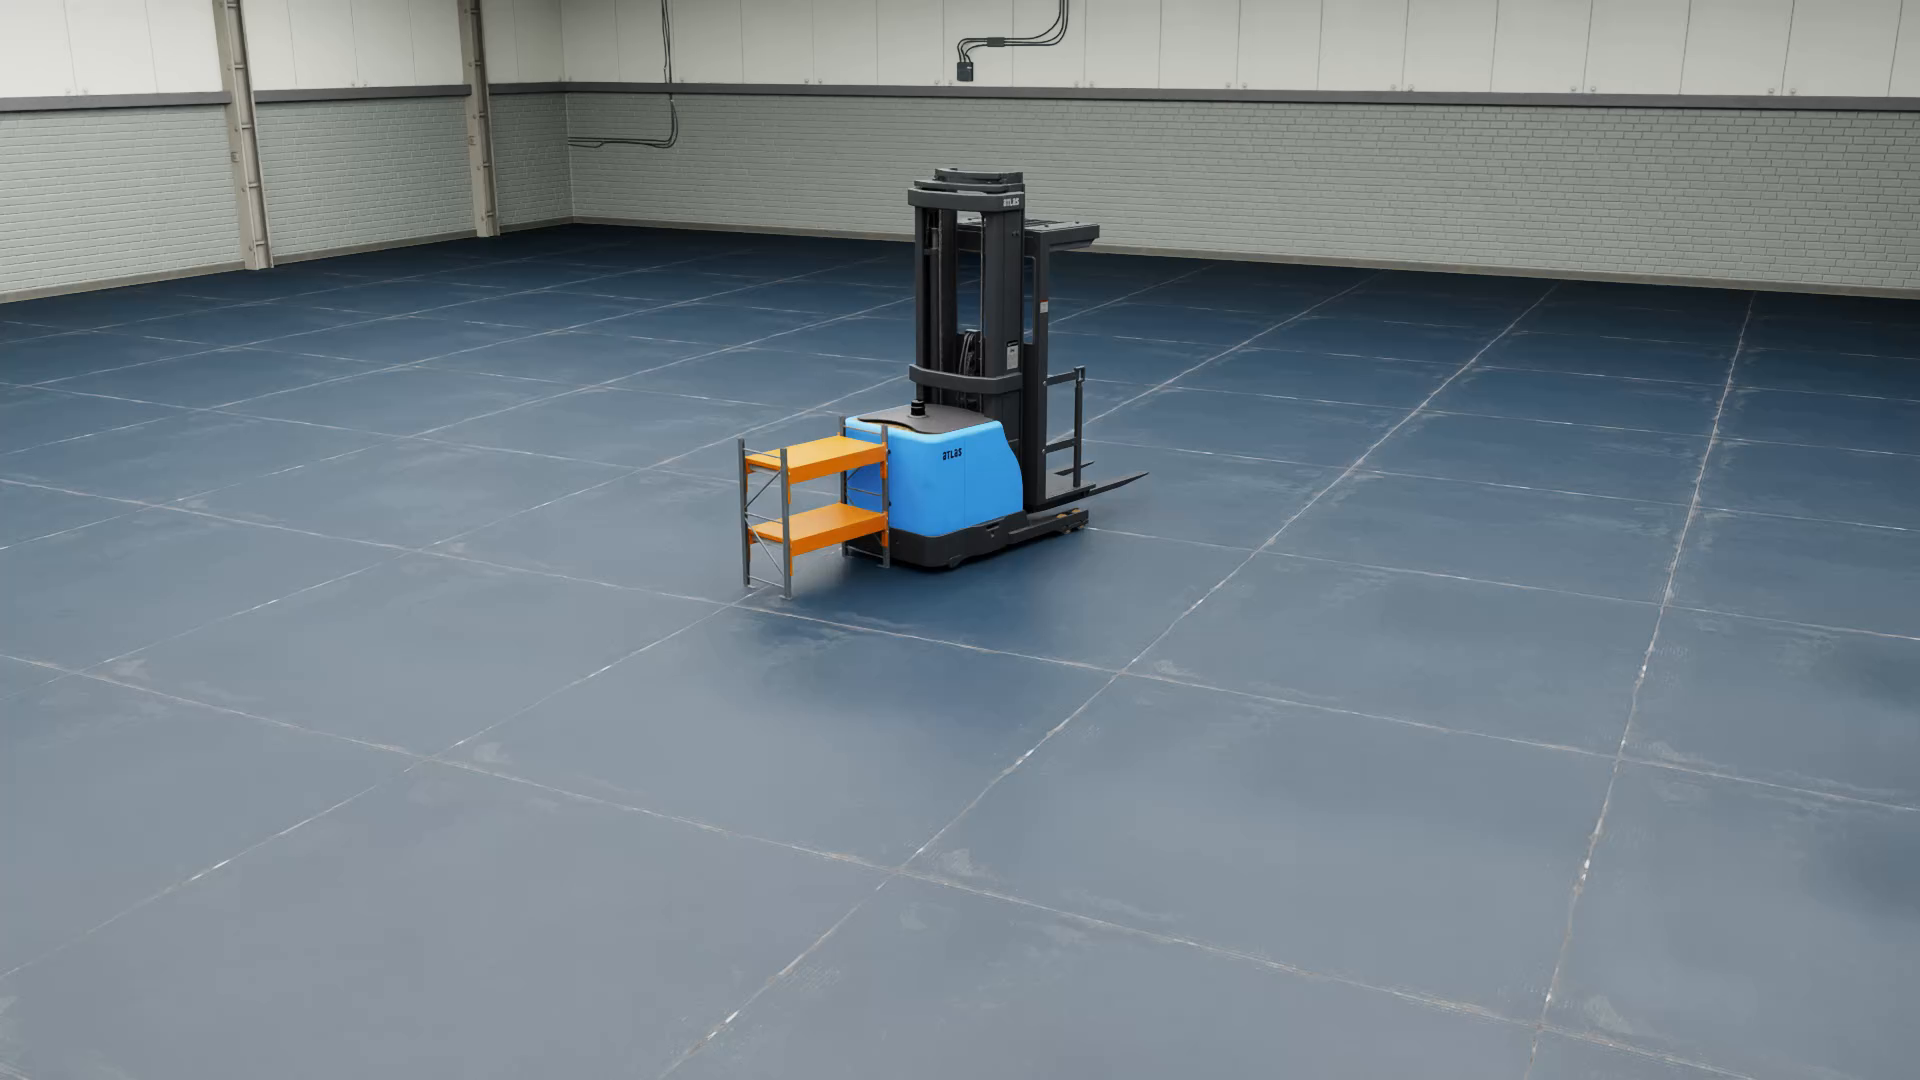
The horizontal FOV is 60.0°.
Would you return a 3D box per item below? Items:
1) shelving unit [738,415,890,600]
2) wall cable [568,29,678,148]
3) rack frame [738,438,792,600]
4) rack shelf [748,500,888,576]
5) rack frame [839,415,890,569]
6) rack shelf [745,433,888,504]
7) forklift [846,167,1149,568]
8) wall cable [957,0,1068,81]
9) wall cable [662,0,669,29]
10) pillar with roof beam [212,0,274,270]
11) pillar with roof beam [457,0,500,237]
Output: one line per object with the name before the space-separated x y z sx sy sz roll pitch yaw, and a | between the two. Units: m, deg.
shelving unit | -1.077 -0.262 12.430 0.538 1.125 1.048 14 22 40
wall cable | -7.498 -9.854 36.349 3.097 2.526 0.112 8 18 25
rack frame | -1.418 -0.154 12.069 0.500 1.125 0.032 14 22 40
rack shelf | -1.077 -0.027 12.500 0.538 0.278 1.000 14 22 40
rack frame | -0.736 -0.369 12.792 0.500 1.125 0.032 14 22 40
rack shelf | -1.077 -0.542 12.347 0.538 0.278 1.000 14 22 40
forklift | 0.422 -1.538 13.556 1.130 2.935 3.031 14 22 40
wall cable | 0.988 -11.761 31.342 2.305 6.003 0.169 8 18 25
wall cable | -5.078 -11.930 34.471 3.097 2.526 0.112 8 18 25
pillar with roof beam | -8.827 -8.684 26.957 9.100 9.000 0.400 8 18 25
pillar with roof beam | -6.146 -10.212 32.102 9.100 9.000 0.400 8 18 25
